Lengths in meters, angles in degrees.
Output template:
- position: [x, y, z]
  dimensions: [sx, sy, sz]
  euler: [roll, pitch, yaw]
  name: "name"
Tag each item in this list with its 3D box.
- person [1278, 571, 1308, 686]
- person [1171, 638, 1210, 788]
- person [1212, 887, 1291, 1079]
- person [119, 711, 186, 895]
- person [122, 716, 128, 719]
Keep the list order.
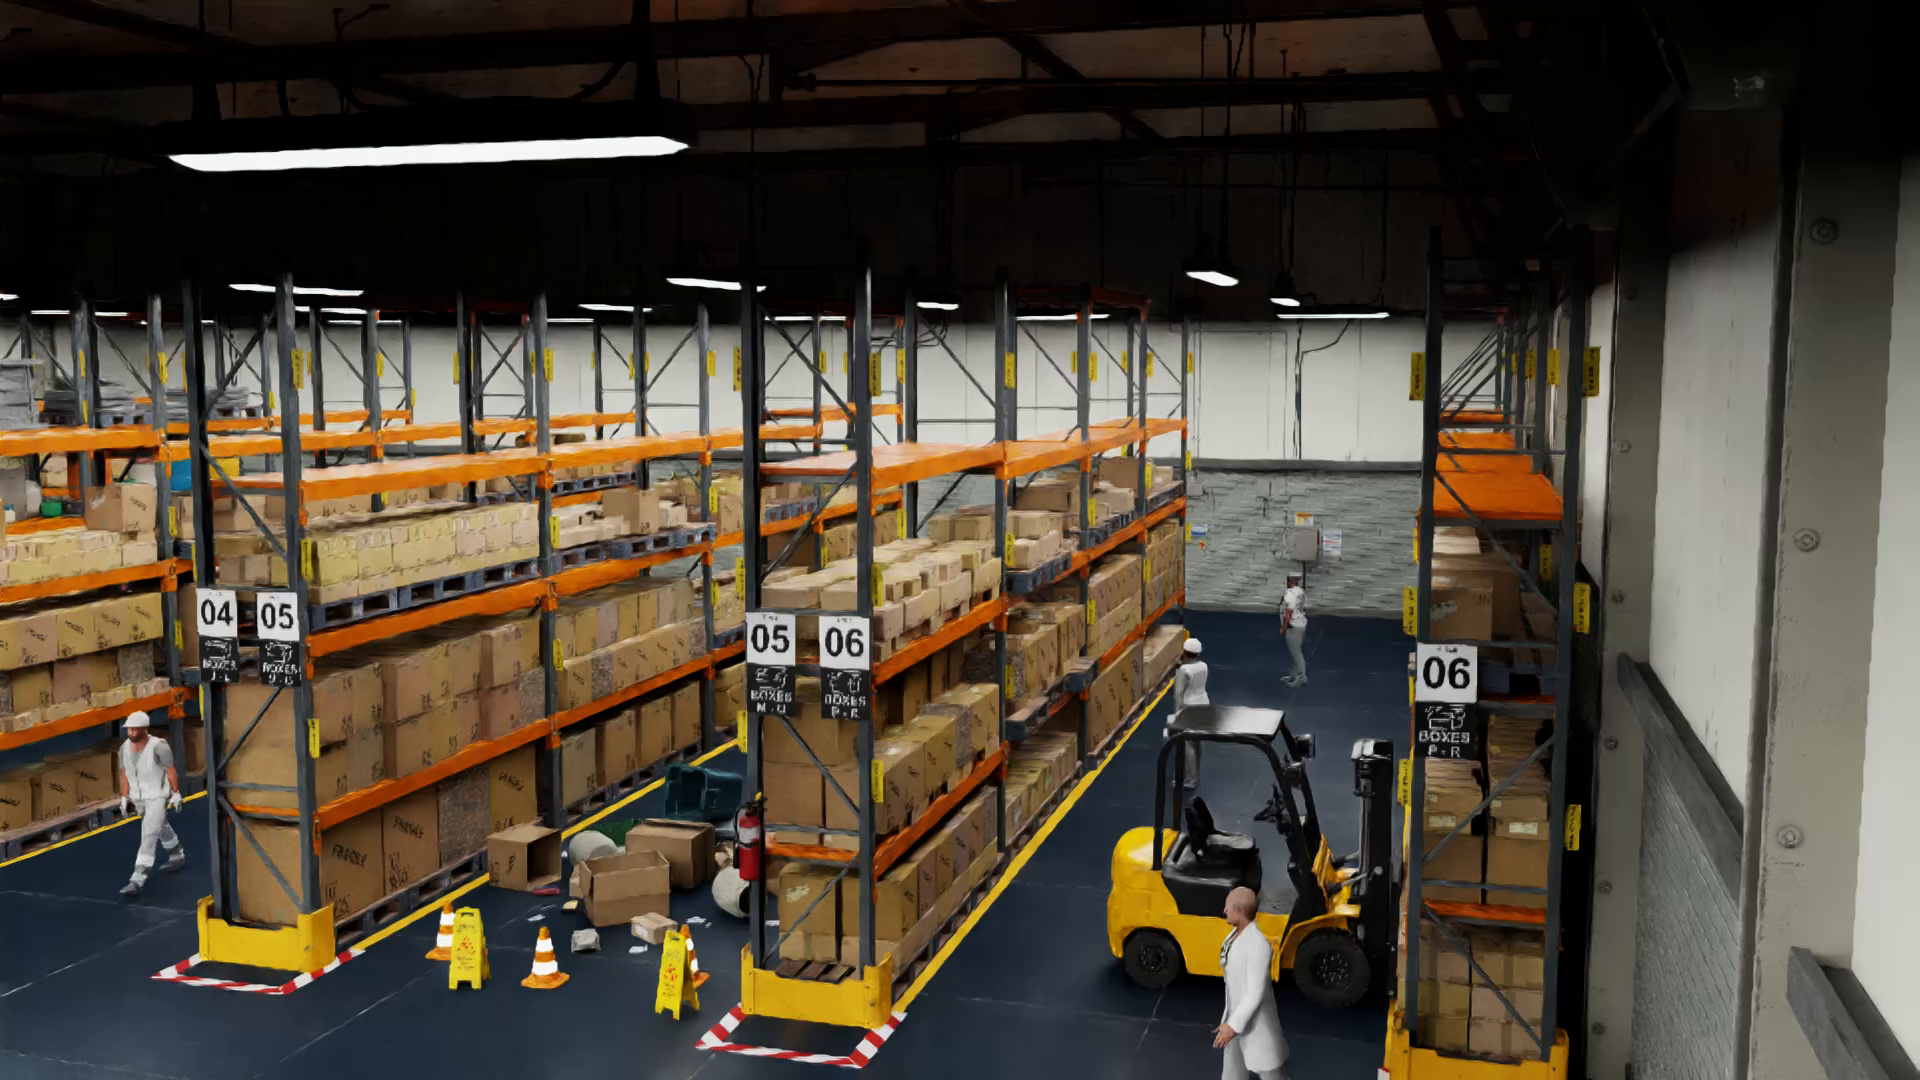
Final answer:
- position: [5.245, 1.386, 26.062]
  dimensions: [0.489, 1.783, 0.562]
  euler: [4, 7, 29]
  name: "person"
- position: [2.721, 2.046, 19.934]
  dimensions: [0.578, 1.775, 0.494]
  euler: [-6, 9, -44]
  name: "person"
- position: [1.884, 3.099, 10.682]
  dimensions: [0.767, 1.770, 0.603]
  euler: [-1, 7, -11]
  name: "person"
- position: [-7.917, 2.496, 16.146]
  dimensions: [0.557, 1.703, 1.116]
  euler: [2, 7, 14]
  name: "person"
- position: [-11.837, 1.682, 23.700]
  dimensions: [0.538, 1.664, 1.026]
  euler: [1, 6, 8]
  name: "person"
